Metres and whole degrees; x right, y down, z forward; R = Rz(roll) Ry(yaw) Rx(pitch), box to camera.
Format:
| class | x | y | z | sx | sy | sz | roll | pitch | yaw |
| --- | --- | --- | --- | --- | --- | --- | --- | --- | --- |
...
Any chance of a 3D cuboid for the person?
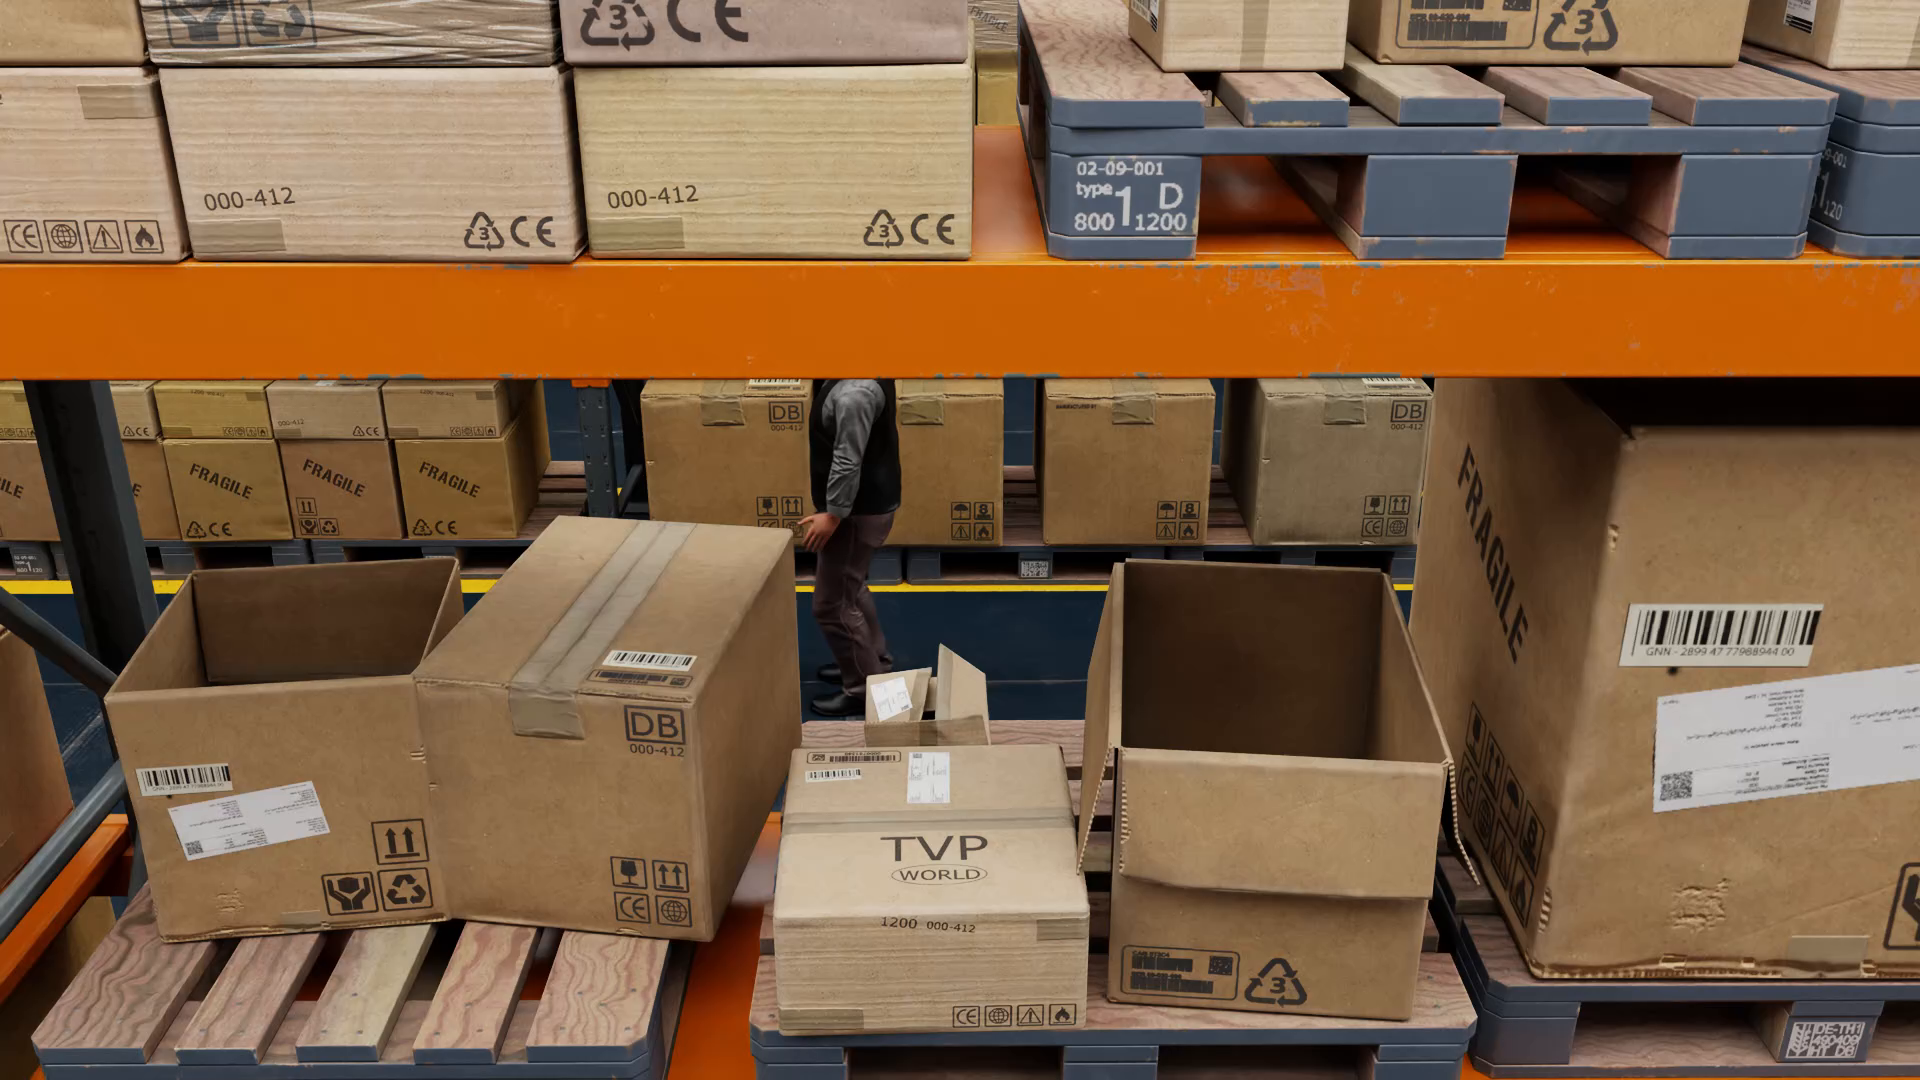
| class | x | y | z | sx | sy | sz | roll | pitch | yaw |
| --- | --- | --- | --- | --- | --- | --- | --- | --- | --- |
| person | -0.422 | -0.061 | 6.485 | 0.410 | 1.554 | 0.552 | 0 | 24 | 1 |
